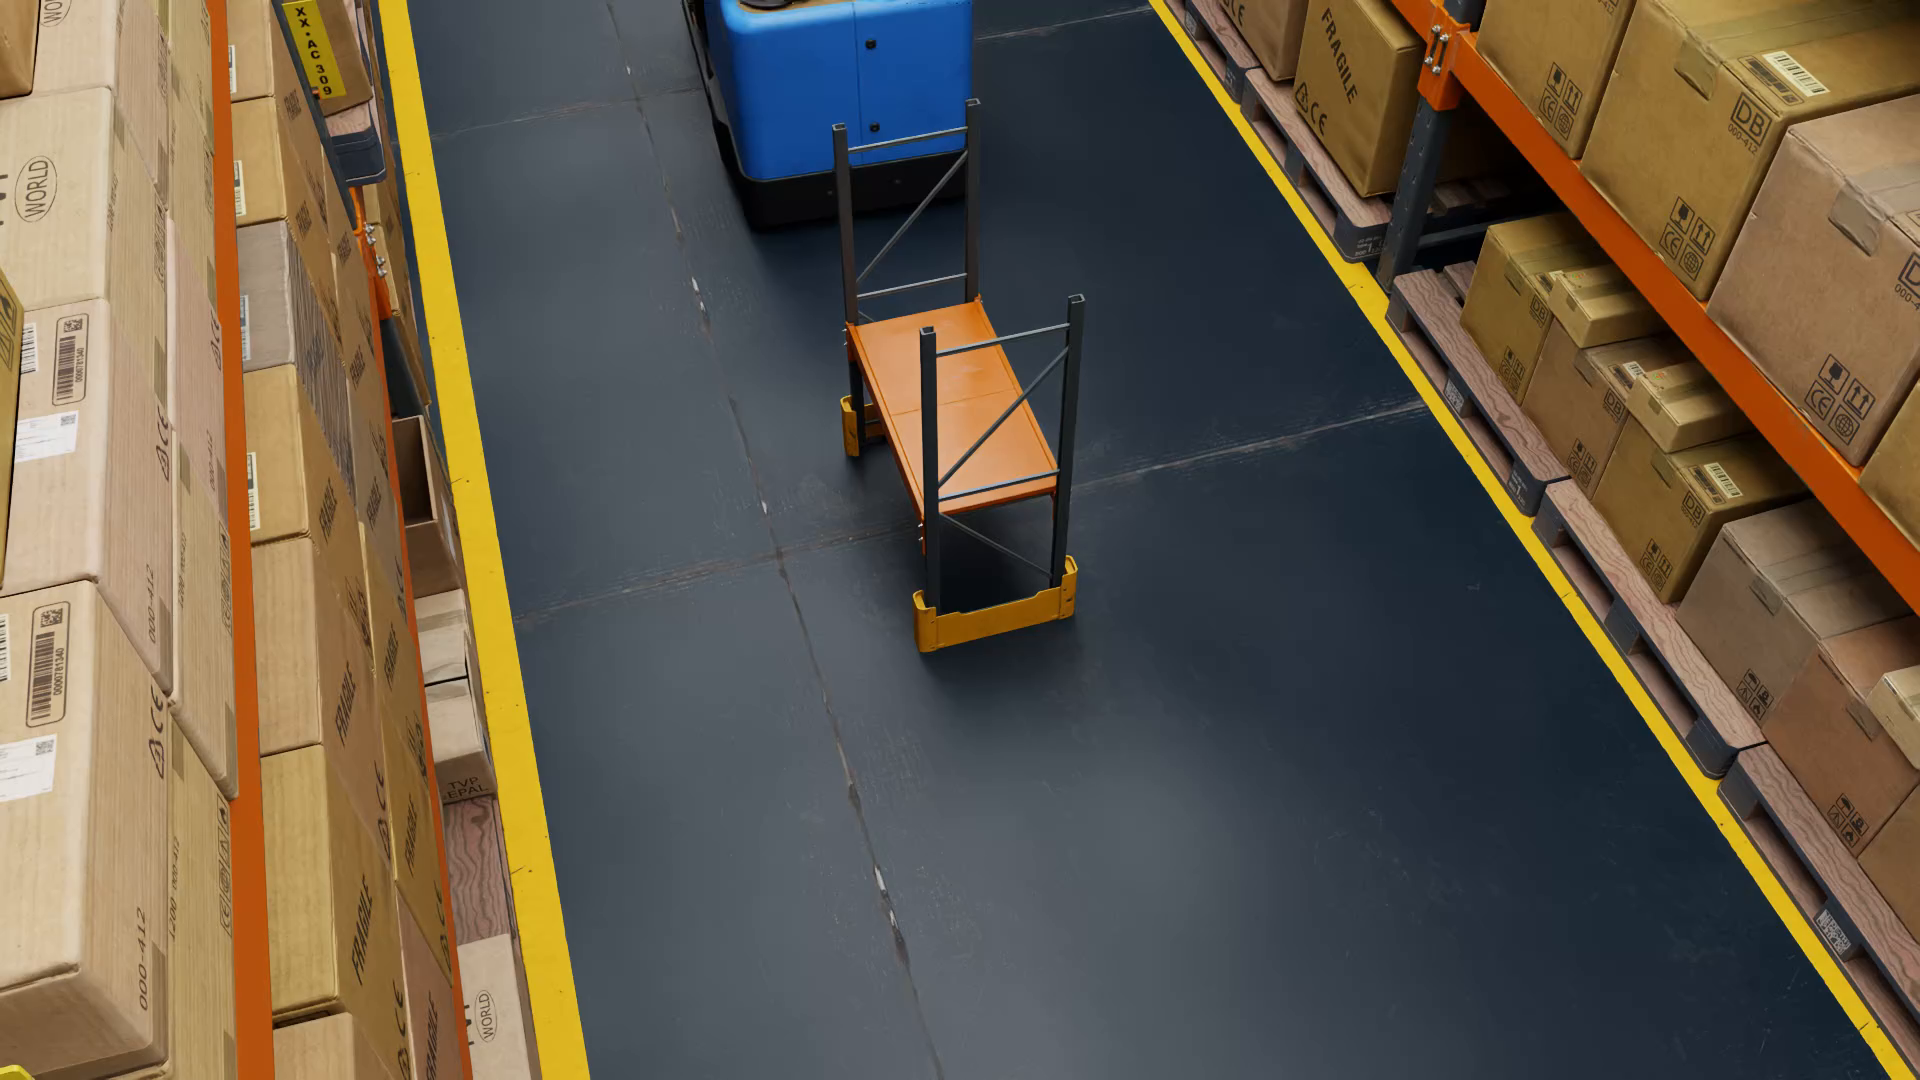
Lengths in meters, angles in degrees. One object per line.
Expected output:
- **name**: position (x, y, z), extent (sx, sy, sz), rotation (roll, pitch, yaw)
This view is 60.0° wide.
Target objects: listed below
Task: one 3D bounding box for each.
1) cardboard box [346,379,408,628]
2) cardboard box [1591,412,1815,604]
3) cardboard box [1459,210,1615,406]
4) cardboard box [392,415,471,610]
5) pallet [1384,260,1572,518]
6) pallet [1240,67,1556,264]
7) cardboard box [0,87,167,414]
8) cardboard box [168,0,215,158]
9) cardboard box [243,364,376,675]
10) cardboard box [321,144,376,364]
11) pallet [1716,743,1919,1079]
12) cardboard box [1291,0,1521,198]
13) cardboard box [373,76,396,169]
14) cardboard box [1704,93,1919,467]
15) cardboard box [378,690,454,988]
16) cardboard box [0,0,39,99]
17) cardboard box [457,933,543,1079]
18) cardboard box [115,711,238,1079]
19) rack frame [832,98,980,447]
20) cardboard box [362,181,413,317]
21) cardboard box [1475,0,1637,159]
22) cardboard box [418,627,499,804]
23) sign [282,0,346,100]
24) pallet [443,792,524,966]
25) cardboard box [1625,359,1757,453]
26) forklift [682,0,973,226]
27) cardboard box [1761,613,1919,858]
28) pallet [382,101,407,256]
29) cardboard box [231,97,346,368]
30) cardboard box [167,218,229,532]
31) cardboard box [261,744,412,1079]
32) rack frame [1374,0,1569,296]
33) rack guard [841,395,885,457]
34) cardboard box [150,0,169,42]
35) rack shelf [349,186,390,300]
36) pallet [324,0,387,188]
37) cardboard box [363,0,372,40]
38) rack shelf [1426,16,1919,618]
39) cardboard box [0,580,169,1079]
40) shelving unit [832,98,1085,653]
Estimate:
- **cardboard box**: position (-1.738, -0.023, 4.242), extent (0.500, 0.500, 0.500), rotation (-12, 51, -10)
- **cardboard box**: position (2.711, -0.189, 5.807), extent (0.700, 0.500, 0.500), rotation (-12, 51, -10)
- **cardboard box**: position (2.416, -0.932, 6.434), extent (0.700, 0.500, 0.500), rotation (-13, 51, -11)
- **cardboard box**: position (-1.999, -0.033, 5.663), extent (0.500, 0.500, 0.500), rotation (-13, 51, -11)
- **pallet**: position (2.443, -0.699, 6.702), extent (1.003, 0.211, 1.213), rotation (-13, 51, -11)
- **pallet**: position (1.992, -1.819, 7.645), extent (1.003, 0.211, 1.213), rotation (-13, 51, -11)
- **cardboard box**: position (-1.454, -0.371, 2.410), extent (0.500, 0.250, 0.500), rotation (-13, 51, -11)
- **cardboard box**: position (-1.747, -0.941, 3.218), extent (0.500, 0.250, 0.500), rotation (-13, 51, -11)
- **cardboard box**: position (-1.591, 0.017, 3.554), extent (0.500, 0.500, 0.500), rotation (-14, 51, -11)
- **cardboard box**: position (-2.046, -0.774, 4.875), extent (0.500, 0.500, 0.500), rotation (-13, 51, -10)
- **pallet**: position (3.164, 1.083, 5.199), extent (1.003, 0.211, 1.213), rotation (-13, 51, -11)
- **cardboard box**: position (1.976, -2.059, 7.155), extent (0.750, 0.750, 0.750), rotation (-13, 51, -11)
- **cardboard box**: position (-2.807, -1.916, 7.251), extent (0.500, 0.500, 0.500), rotation (-15, 52, -12)
- **cardboard box**: position (2.872, -0.805, 4.770), extent (0.980, 0.700, 0.700), rotation (-16, 52, -13)
- **cardboard box**: position (-1.438, 0.714, 3.621), extent (0.500, 0.500, 0.500), rotation (-13, 51, -11)
- **cardboard box**: position (-1.799, -0.932, 2.392), extent (0.700, 0.500, 0.500), rotation (-13, 51, -11)
- **cardboard box**: position (-1.441, 1.426, 4.597), extent (0.500, 0.250, 0.500), rotation (-13, 51, -11)
- **cardboard box**: position (-1.165, 0.522, 1.984), extent (0.500, 0.250, 0.500), rotation (-13, 51, -11)
- **rack frame**: position (-0.176, -0.917, 6.042), extent (0.500, 1.500, 0.032), rotation (-13, 51, -11)
- **cardboard box**: position (-2.517, -1.180, 6.630), extent (0.500, 0.500, 0.500), rotation (-13, 51, -10)
- **cardboard box**: position (2.437, -1.868, 5.667), extent (0.980, 0.700, 0.700), rotation (-13, 51, -10)
- **cardboard box**: position (-1.777, 0.576, 5.273), extent (0.500, 0.311, 0.500), rotation (-13, 51, -11)
- **sign**: position (-1.923, -1.456, 4.949), extent (0.100, 0.325, 0.005), rotation (-13, 51, -11)
- **pallet**: position (-1.872, 1.245, 5.063), extent (1.003, 0.211, 1.213), rotation (-13, 51, -11)
- **cardboard box**: position (2.497, -0.468, 5.619), extent (0.380, 0.149, 0.250), rotation (-15, 51, -12)
- **forklift**: position (-0.790, -3.485, 7.271), extent (1.130, 2.935, 3.031), rotation (-11, 51, -9)
- **cardboard box**: position (3.025, 0.566, 5.171), extent (0.700, 0.500, 0.500), rotation (-13, 51, -11)
- **pallet**: position (-3.080, -1.628, 7.484), extent (1.003, 0.211, 1.213), rotation (-13, 51, -11)
- **cardboard box**: position (-1.888, -0.719, 4.175), extent (0.500, 0.500, 0.500), rotation (-14, 51, -12)
- **cardboard box**: position (-1.450, -0.211, 2.602), extent (0.500, 0.250, 0.500), rotation (-13, 51, -11)
- **cardboard box**: position (-1.297, 0.755, 2.933), extent (0.500, 0.500, 0.500), rotation (-13, 51, -11)
- **rack frame**: position (2.292, -2.171, 6.119), extent (1.000, 3.000, 0.127), rotation (-13, 51, -11)
- **rack guard**: position (-0.170, -0.500, 6.508), extent (0.587, 0.250, 0.087), rotation (-13, 51, -11)
- **cardboard box**: position (-1.745, -1.103, 3.027), extent (0.500, 0.250, 0.500), rotation (-13, 51, -11)
- **rack shelf**: position (-3.030, -2.277, 6.679), extent (1.077, 0.370, 4.000), rotation (-13, 51, -11)
- **pallet**: position (-2.571, -1.595, 5.758), extent (1.003, 0.211, 1.213), rotation (-13, 51, -11)
- **cardboard box**: position (-3.121, -2.676, 7.891), extent (0.500, 0.500, 0.500), rotation (-12, 51, -10)
- **rack shelf**: position (2.884, -0.479, 5.162), extent (1.077, 0.370, 4.000), rotation (-13, 51, -11)
- **cardboard box**: position (-1.159, 0.359, 1.794), extent (0.500, 0.250, 0.500), rotation (-13, 51, -11)
- **shelving unit**: position (-0.023, -0.539, 5.724), extent (0.587, 1.500, 1.083), rotation (-13, 51, -11)
